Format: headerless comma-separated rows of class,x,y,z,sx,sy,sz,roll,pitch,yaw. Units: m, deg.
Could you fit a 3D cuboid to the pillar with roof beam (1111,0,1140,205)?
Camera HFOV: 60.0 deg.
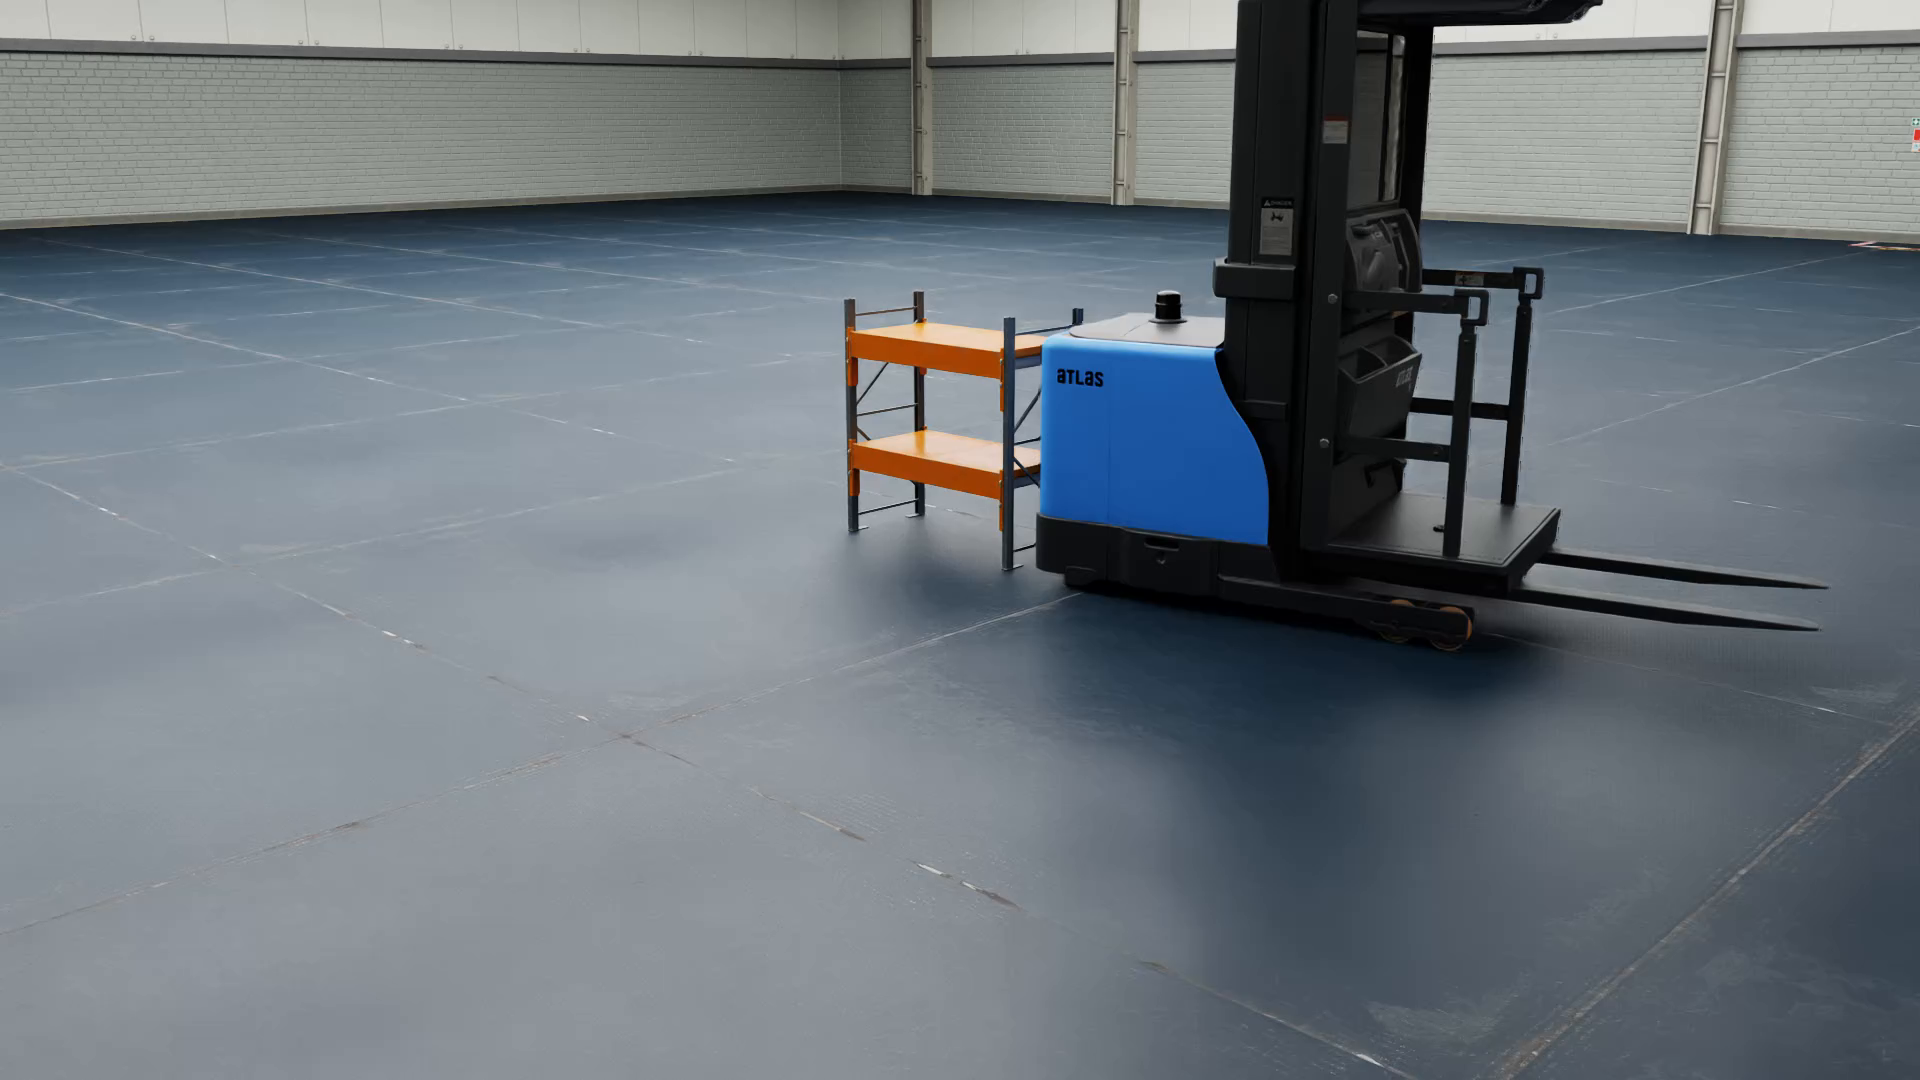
pillar with roof beam,0.442,-10.649,30.956,0.400,9.000,9.100,14,20,42

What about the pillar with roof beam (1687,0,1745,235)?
pillar with roof beam,9.081,-8.549,22.896,0.400,9.000,9.100,14,20,42

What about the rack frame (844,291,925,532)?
rack frame,-0.361,-0.632,8.127,0.032,1.125,0.500,14,20,42

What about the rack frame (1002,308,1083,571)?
rack frame,0.371,-0.454,7.444,0.032,1.125,0.500,14,20,42

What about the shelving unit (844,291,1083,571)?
shelving unit,0.005,-0.543,7.786,1.048,1.125,0.538,14,20,42

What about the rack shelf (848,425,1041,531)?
rack shelf,0.005,-0.307,7.847,1.000,0.278,0.538,14,20,42

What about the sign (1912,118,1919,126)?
sign,14.306,-6.204,24.671,0.331,0.109,0.001,14,20,42

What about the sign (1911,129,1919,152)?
sign,14.309,-5.950,24.747,0.234,0.329,0.001,14,20,42

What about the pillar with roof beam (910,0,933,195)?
pillar with roof beam,-3.877,-11.700,34.987,0.400,9.000,9.100,14,20,42

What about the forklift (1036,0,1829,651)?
forklift,1.865,-1.150,6.533,3.031,2.935,1.130,8,17,29

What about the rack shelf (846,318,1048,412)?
rack shelf,0.005,-0.826,7.712,1.000,0.278,0.538,14,20,42

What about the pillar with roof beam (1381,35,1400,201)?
pillar with roof beam,4.762,-9.599,26.926,0.400,9.000,9.100,14,20,42
